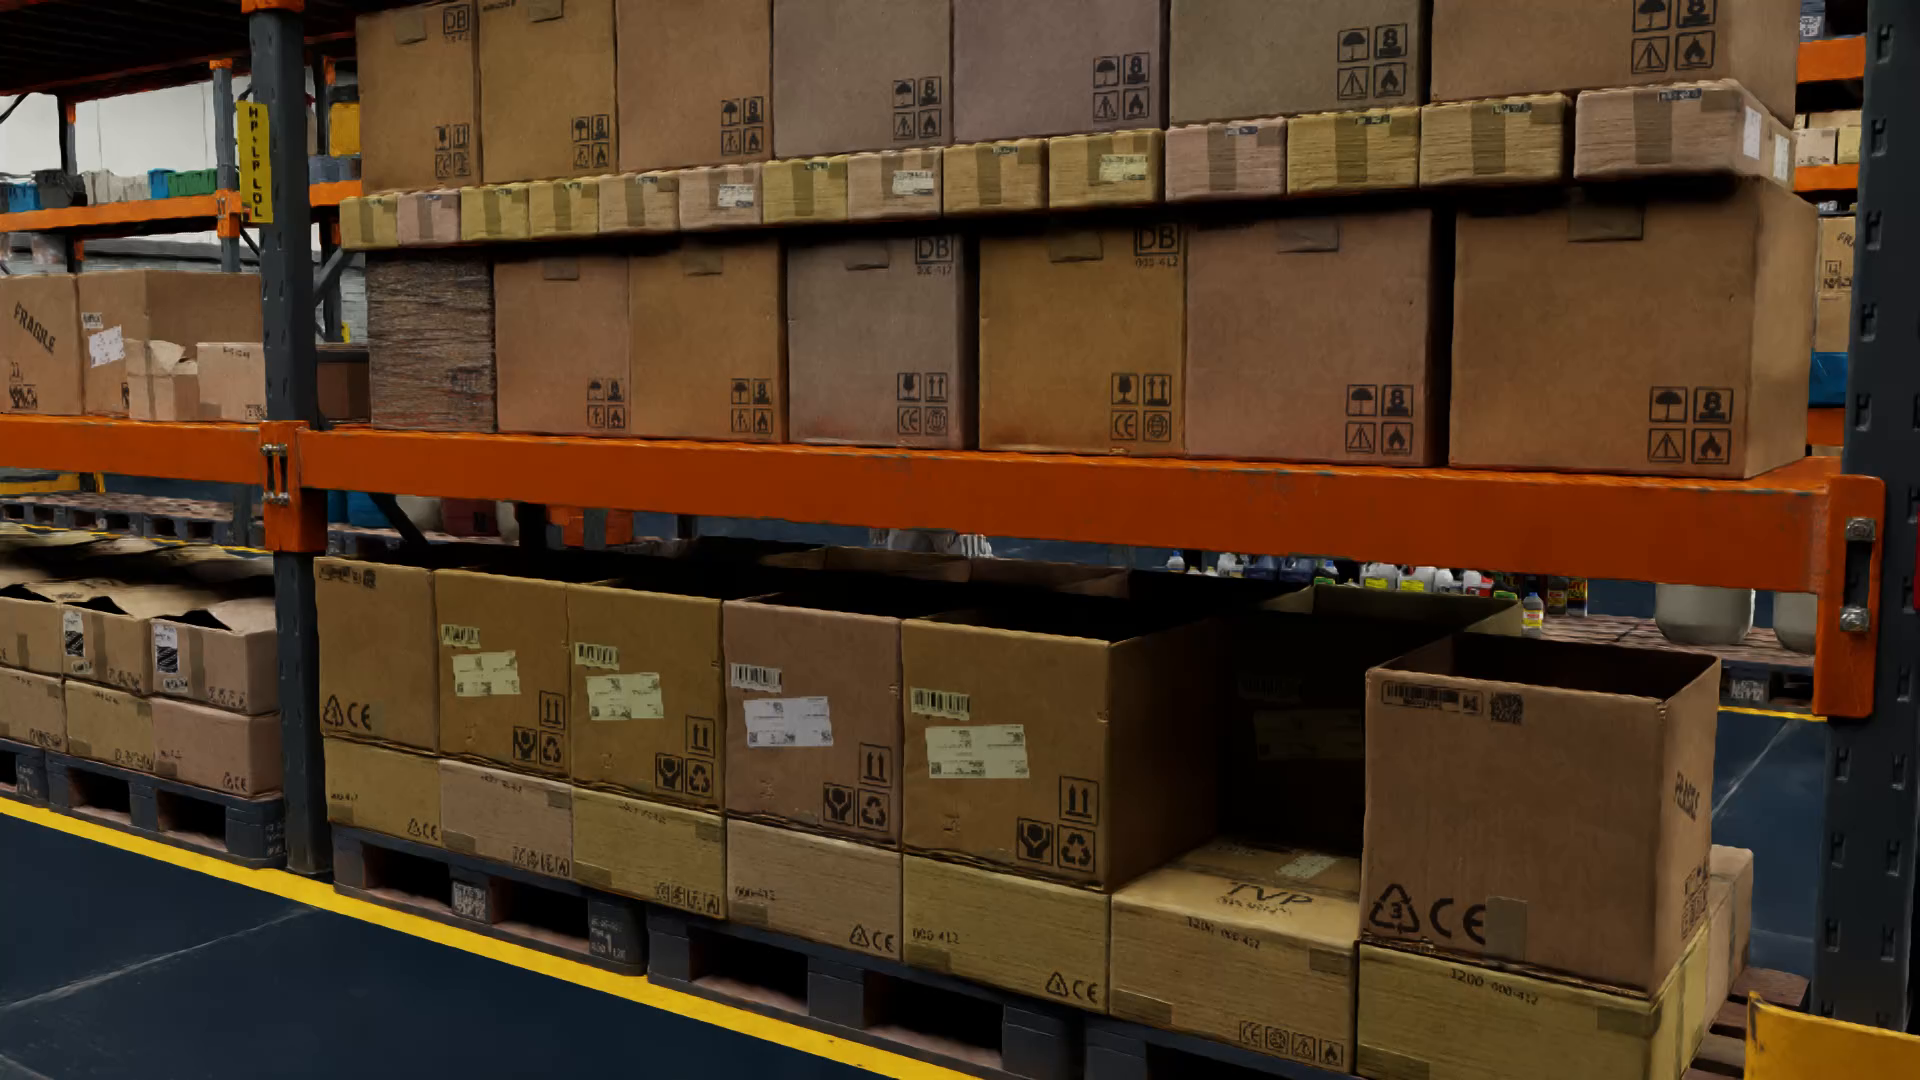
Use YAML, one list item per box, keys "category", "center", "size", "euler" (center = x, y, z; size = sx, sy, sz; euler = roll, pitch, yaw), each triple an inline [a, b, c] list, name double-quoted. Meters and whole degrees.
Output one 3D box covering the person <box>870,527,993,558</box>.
- category: "person"
  center: [-0.148, -0.095, 6.264]
  size: [0.586, 1.787, 0.682]
  euler: [-5, 8, -40]
